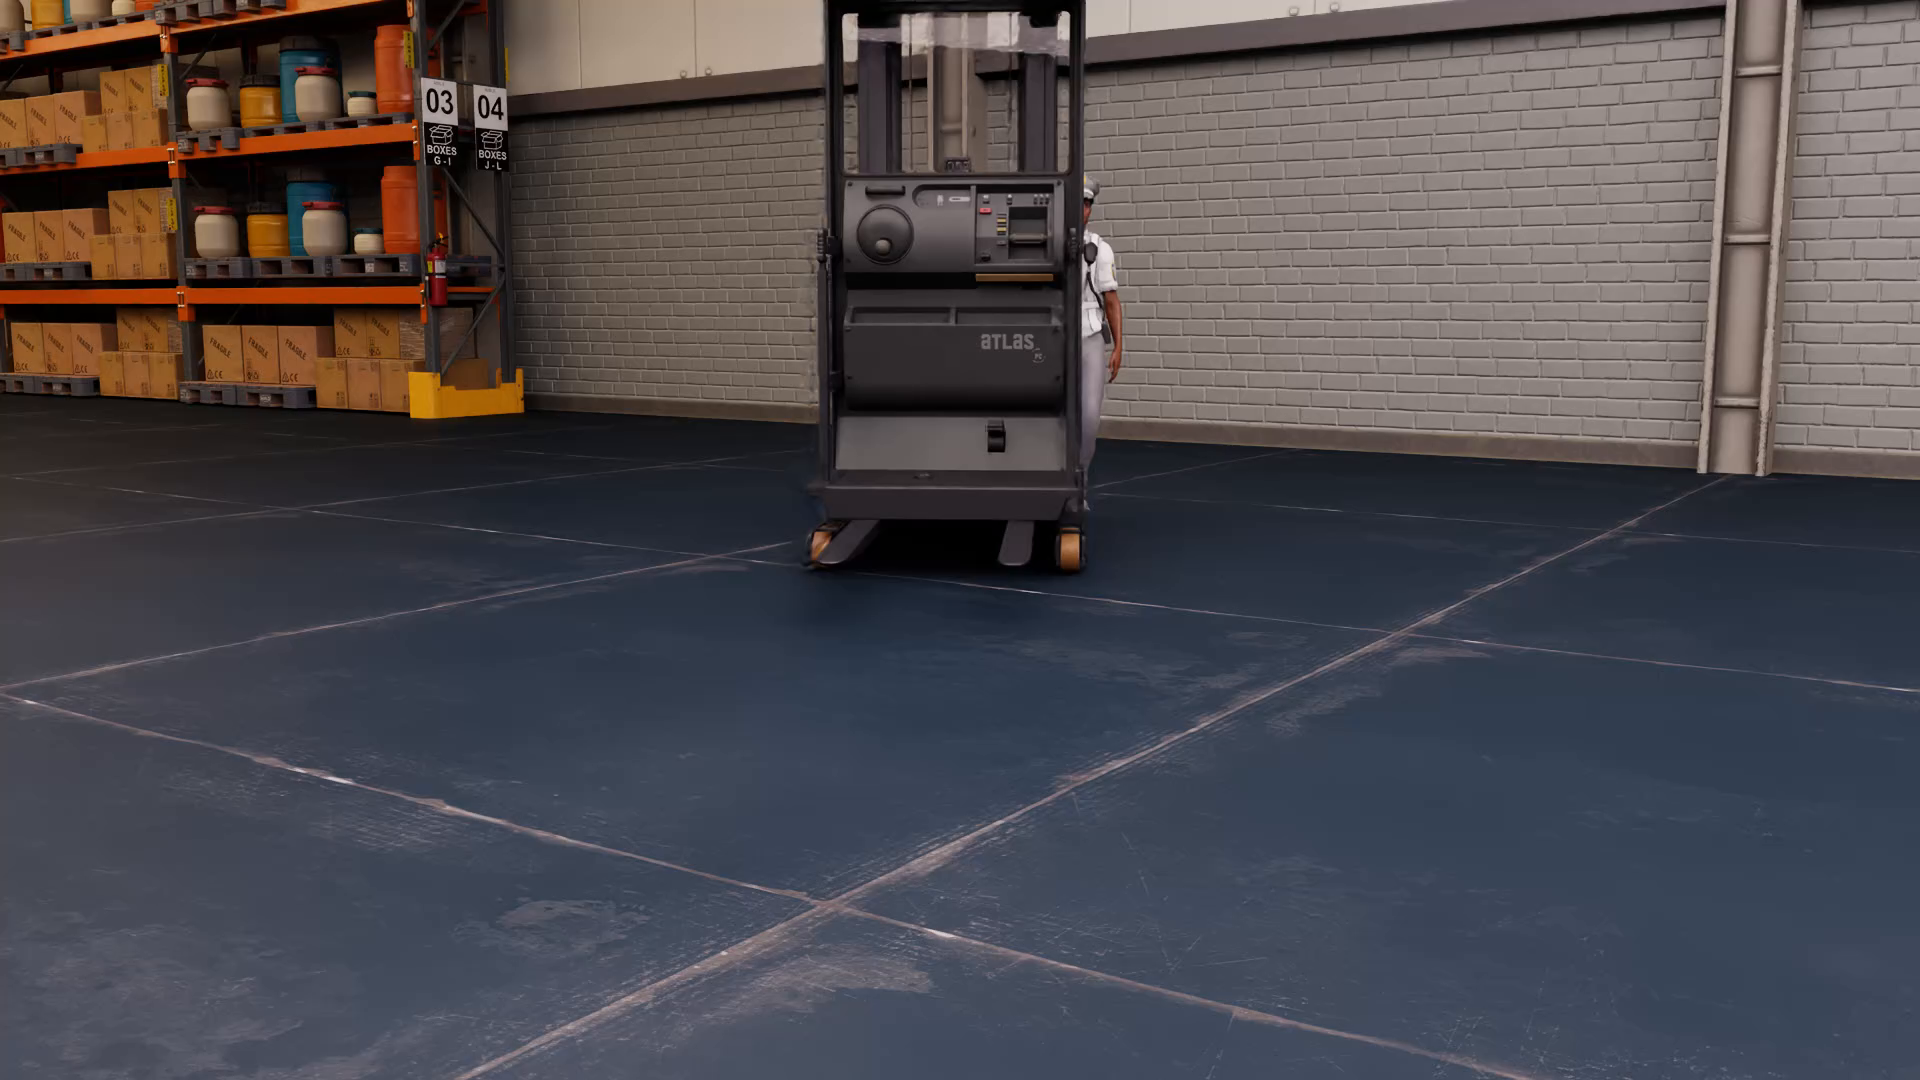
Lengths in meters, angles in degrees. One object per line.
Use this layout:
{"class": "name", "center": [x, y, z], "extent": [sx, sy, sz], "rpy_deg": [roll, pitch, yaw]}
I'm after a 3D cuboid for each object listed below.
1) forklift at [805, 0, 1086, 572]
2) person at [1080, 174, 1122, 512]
{"class": "forklift", "center": [-0.037, -1.365, 6.794], "extent": [1.130, 2.935, 3.031], "rpy_deg": [0, 8, 3]}
{"class": "person", "center": [0.518, -0.943, 8.188], "extent": [0.567, 1.696, 0.512], "rpy_deg": [0, 8, 2]}
